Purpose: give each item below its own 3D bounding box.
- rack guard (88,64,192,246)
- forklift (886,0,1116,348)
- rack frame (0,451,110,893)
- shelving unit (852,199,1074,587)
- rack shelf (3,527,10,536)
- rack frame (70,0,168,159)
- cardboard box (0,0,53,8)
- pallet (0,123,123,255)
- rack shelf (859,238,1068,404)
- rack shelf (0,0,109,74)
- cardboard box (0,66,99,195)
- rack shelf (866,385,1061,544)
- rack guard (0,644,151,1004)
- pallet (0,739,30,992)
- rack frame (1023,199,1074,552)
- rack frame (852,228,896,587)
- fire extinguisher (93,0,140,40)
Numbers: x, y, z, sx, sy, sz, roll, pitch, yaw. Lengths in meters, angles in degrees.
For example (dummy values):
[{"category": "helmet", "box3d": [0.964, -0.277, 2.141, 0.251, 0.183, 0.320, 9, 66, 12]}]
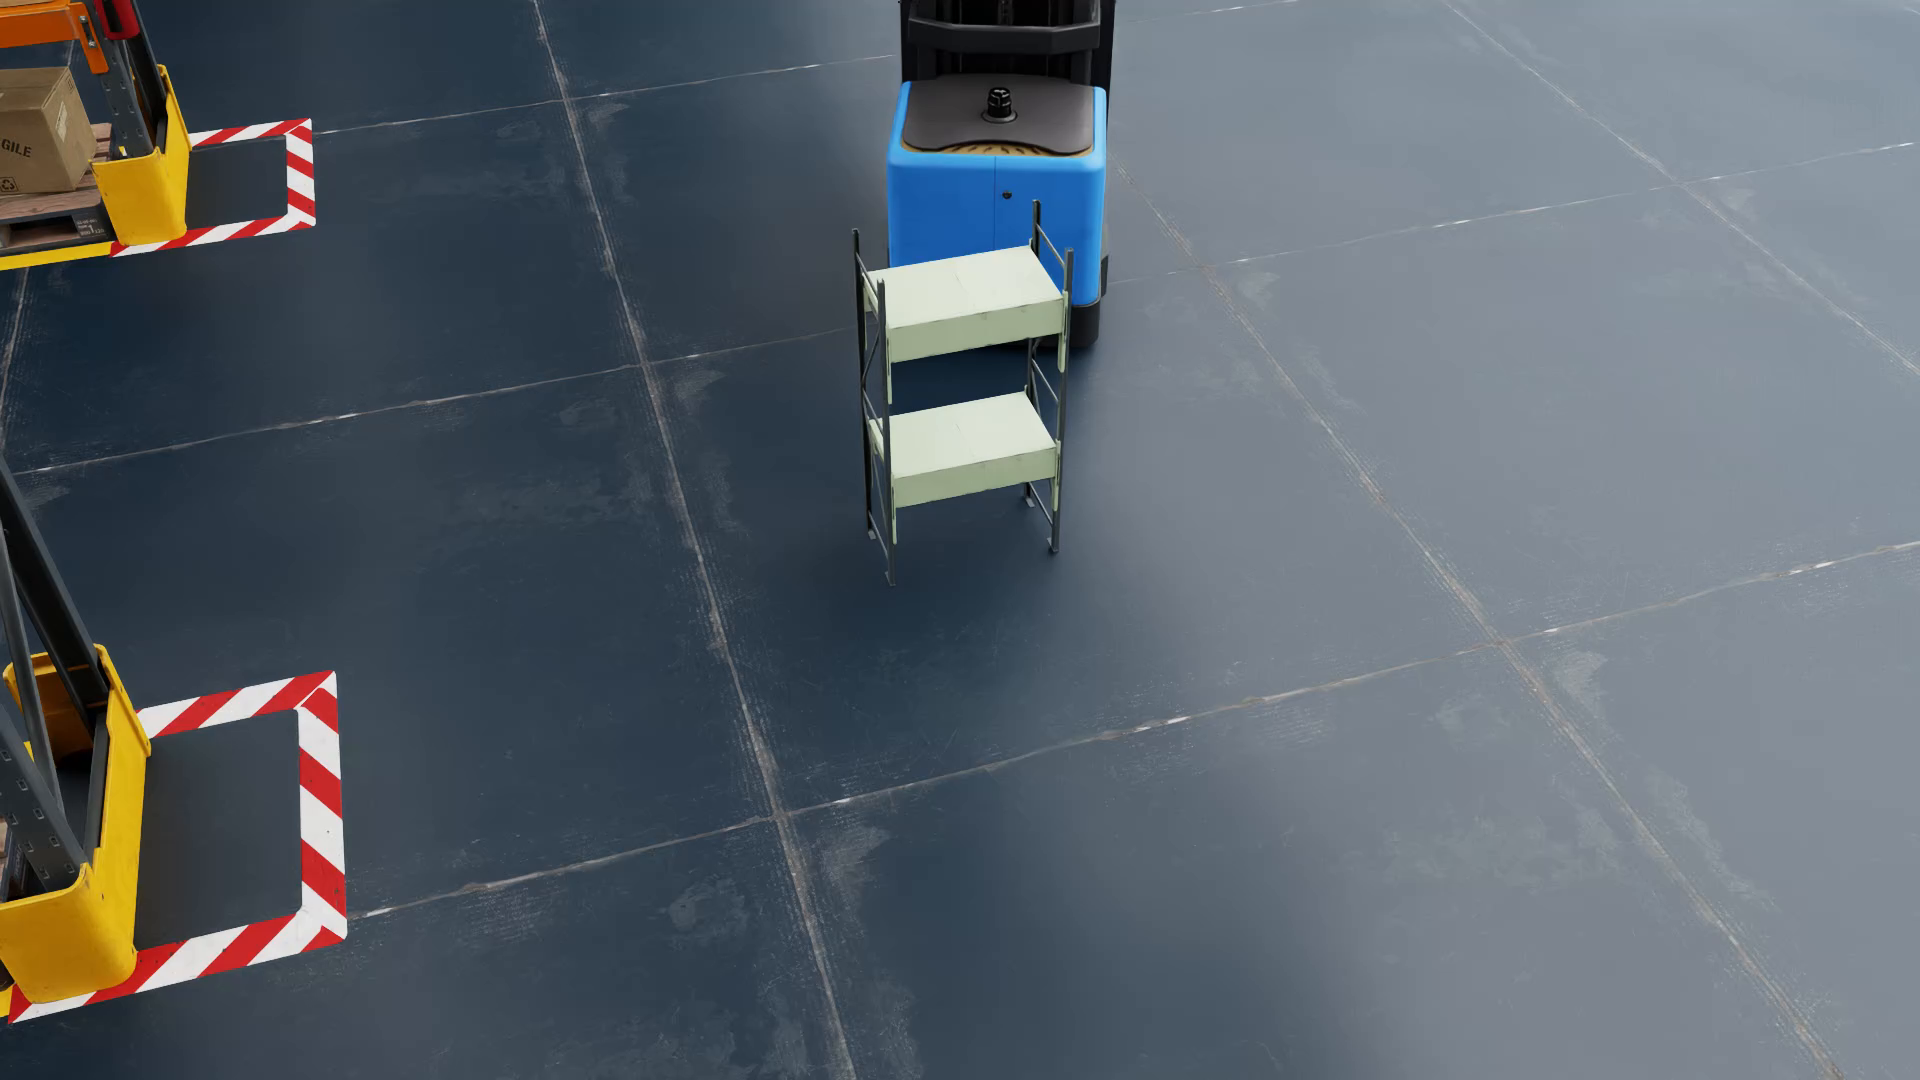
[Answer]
[{"category": "rack guard", "box3d": [-4.602, -2.182, 9.367, 0.348, 0.500, 1.175, -12, 42, -13]}, {"category": "forklift", "box3d": [0.257, -3.013, 8.472, 1.130, 2.935, 3.031, 2, 41, 3]}, {"category": "rack frame", "box3d": [-3.042, -0.030, 5.004, 0.127, 3.000, 1.000, -12, 42, -13]}, {"category": "shelving unit", "box3d": [0.006, -0.566, 6.758, 0.755, 1.500, 0.431, -12, 42, -13]}, {"category": "rack shelf", "box3d": [-4.949, 0.636, 4.789, 4.000, 0.370, 1.077, -12, 42, -13]}, {"category": "rack frame", "box3d": [-4.529, -3.138, 8.562, 0.127, 3.000, 1.000, -12, 42, -13]}, {"category": "cardboard box", "box3d": [-4.739, -2.858, 8.432, 0.250, 0.149, 0.380, -12, 42, -13]}, {"category": "pallet", "box3d": [-5.387, -1.935, 9.304, 1.213, 0.211, 1.003, -12, 42, -13]}, {"category": "rack shelf", "box3d": [0.006, -0.860, 6.501, 0.720, 0.370, 0.431, -12, 42, -13]}, {"category": "rack shelf", "box3d": [-6.437, -2.472, 8.346, 4.000, 0.370, 1.077, -12, 42, -13]}, {"category": "cardboard box", "box3d": [-5.130, -2.242, 9.117, 0.500, 0.500, 0.500, -4, 41, -5]}, {"category": "rack shelf", "box3d": [0.006, -0.321, 6.973, 0.720, 0.370, 0.431, -12, 42, -13]}, {"category": "rack guard", "box3d": [-3.100, 0.956, 5.776, 0.348, 0.500, 1.175, -12, 42, -13]}, {"category": "pallet", "box3d": [-3.877, 1.222, 5.691, 1.213, 0.211, 1.003, -12, 42, -13]}, {"category": "rack frame", "box3d": [0.355, -0.638, 6.841, 0.023, 1.500, 0.400, -12, 42, -13]}, {"category": "rack frame", "box3d": [-0.343, -0.494, 6.675, 0.023, 1.500, 0.400, -12, 42, -13]}, {"category": "fire extinguisher", "box3d": [-4.282, -2.842, 8.282, 0.183, 0.674, 0.296, -12, 42, -13]}]
